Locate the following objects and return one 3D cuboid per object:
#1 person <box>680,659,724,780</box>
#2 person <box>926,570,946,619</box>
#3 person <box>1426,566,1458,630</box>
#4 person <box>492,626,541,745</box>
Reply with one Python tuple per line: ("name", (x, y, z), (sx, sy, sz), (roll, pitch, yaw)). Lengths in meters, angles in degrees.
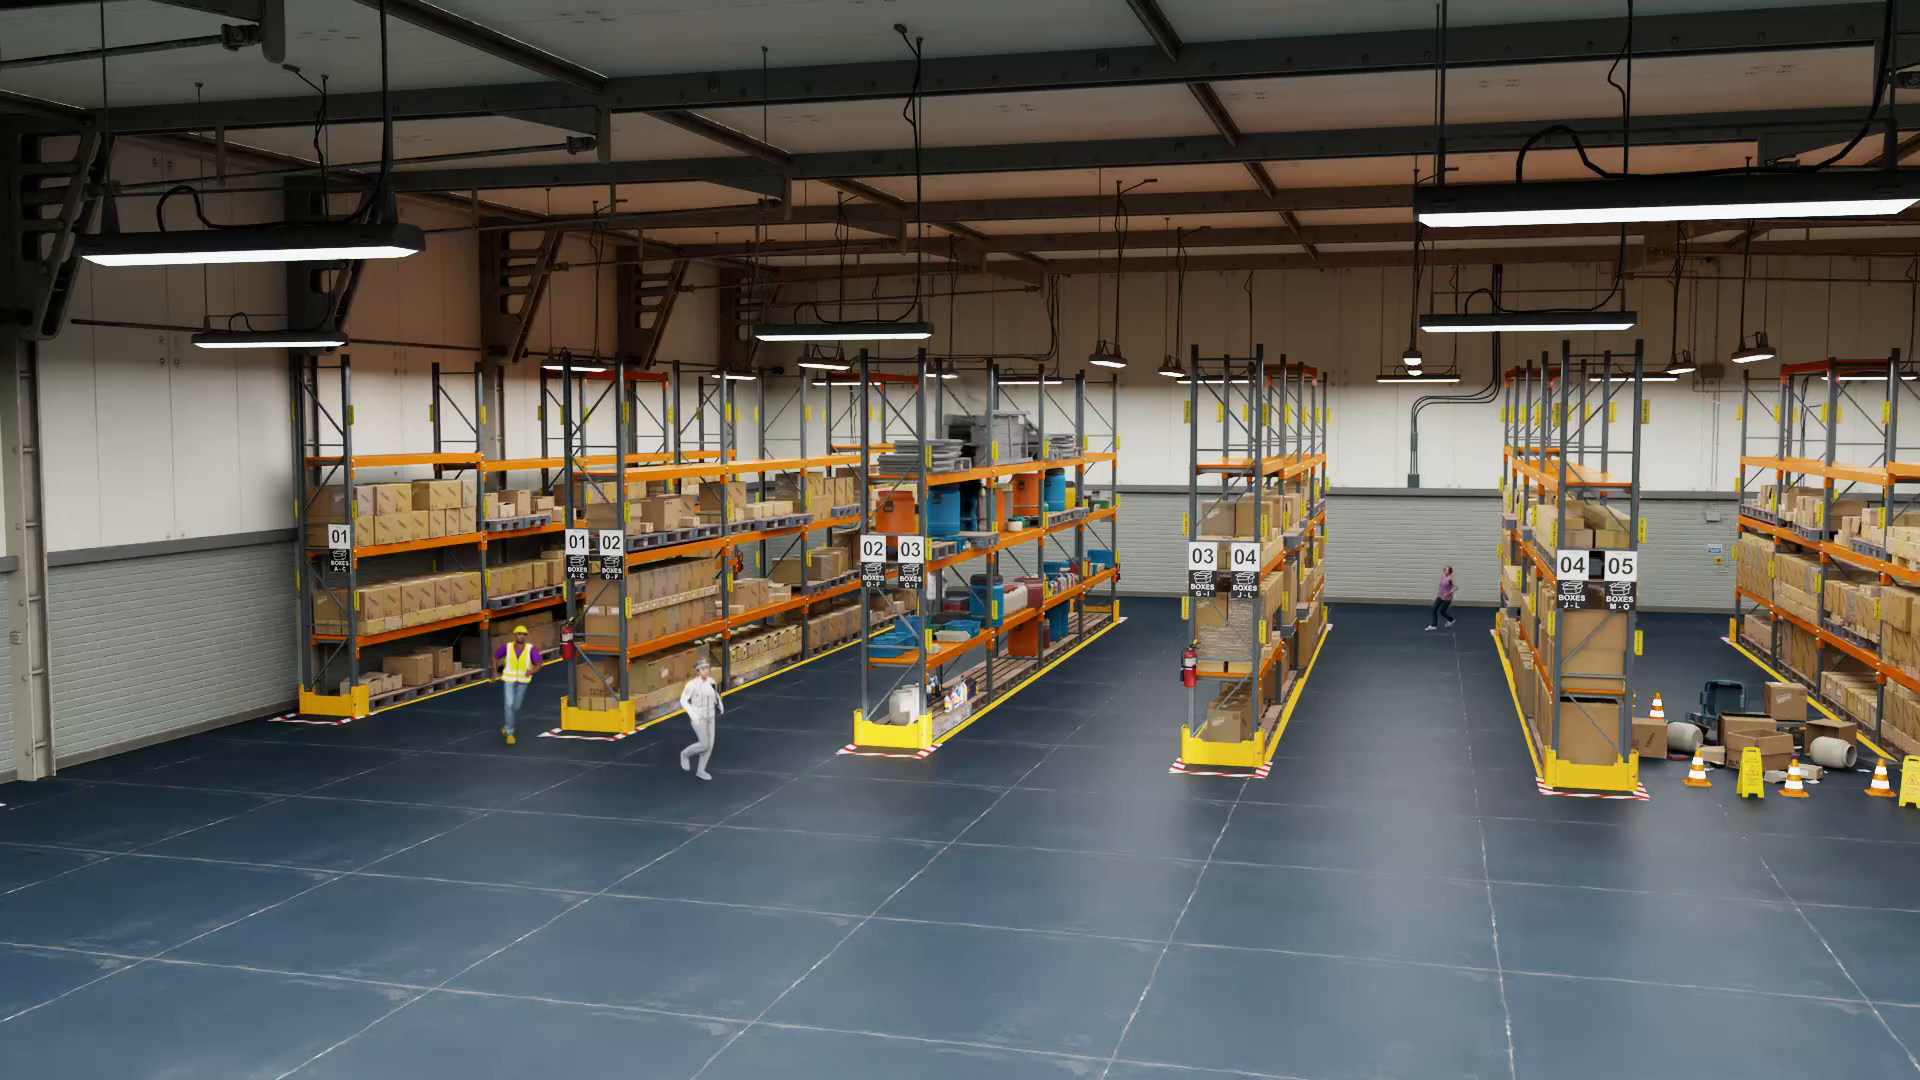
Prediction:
("person", (-3.557, 2.459, 22.983), (0.587, 1.671, 0.452), (4, 6, 44))
("person", (-0.569, 1.312, 37.258), (0.536, 1.768, 0.974), (0, 4, 5))
("person", (11.324, 1.354, 38.642), (0.720, 1.545, 0.626), (-2, 5, -26))
("person", (-6.818, 2.198, 25.611), (0.735, 1.750, 0.906), (-2, 5, -21))
